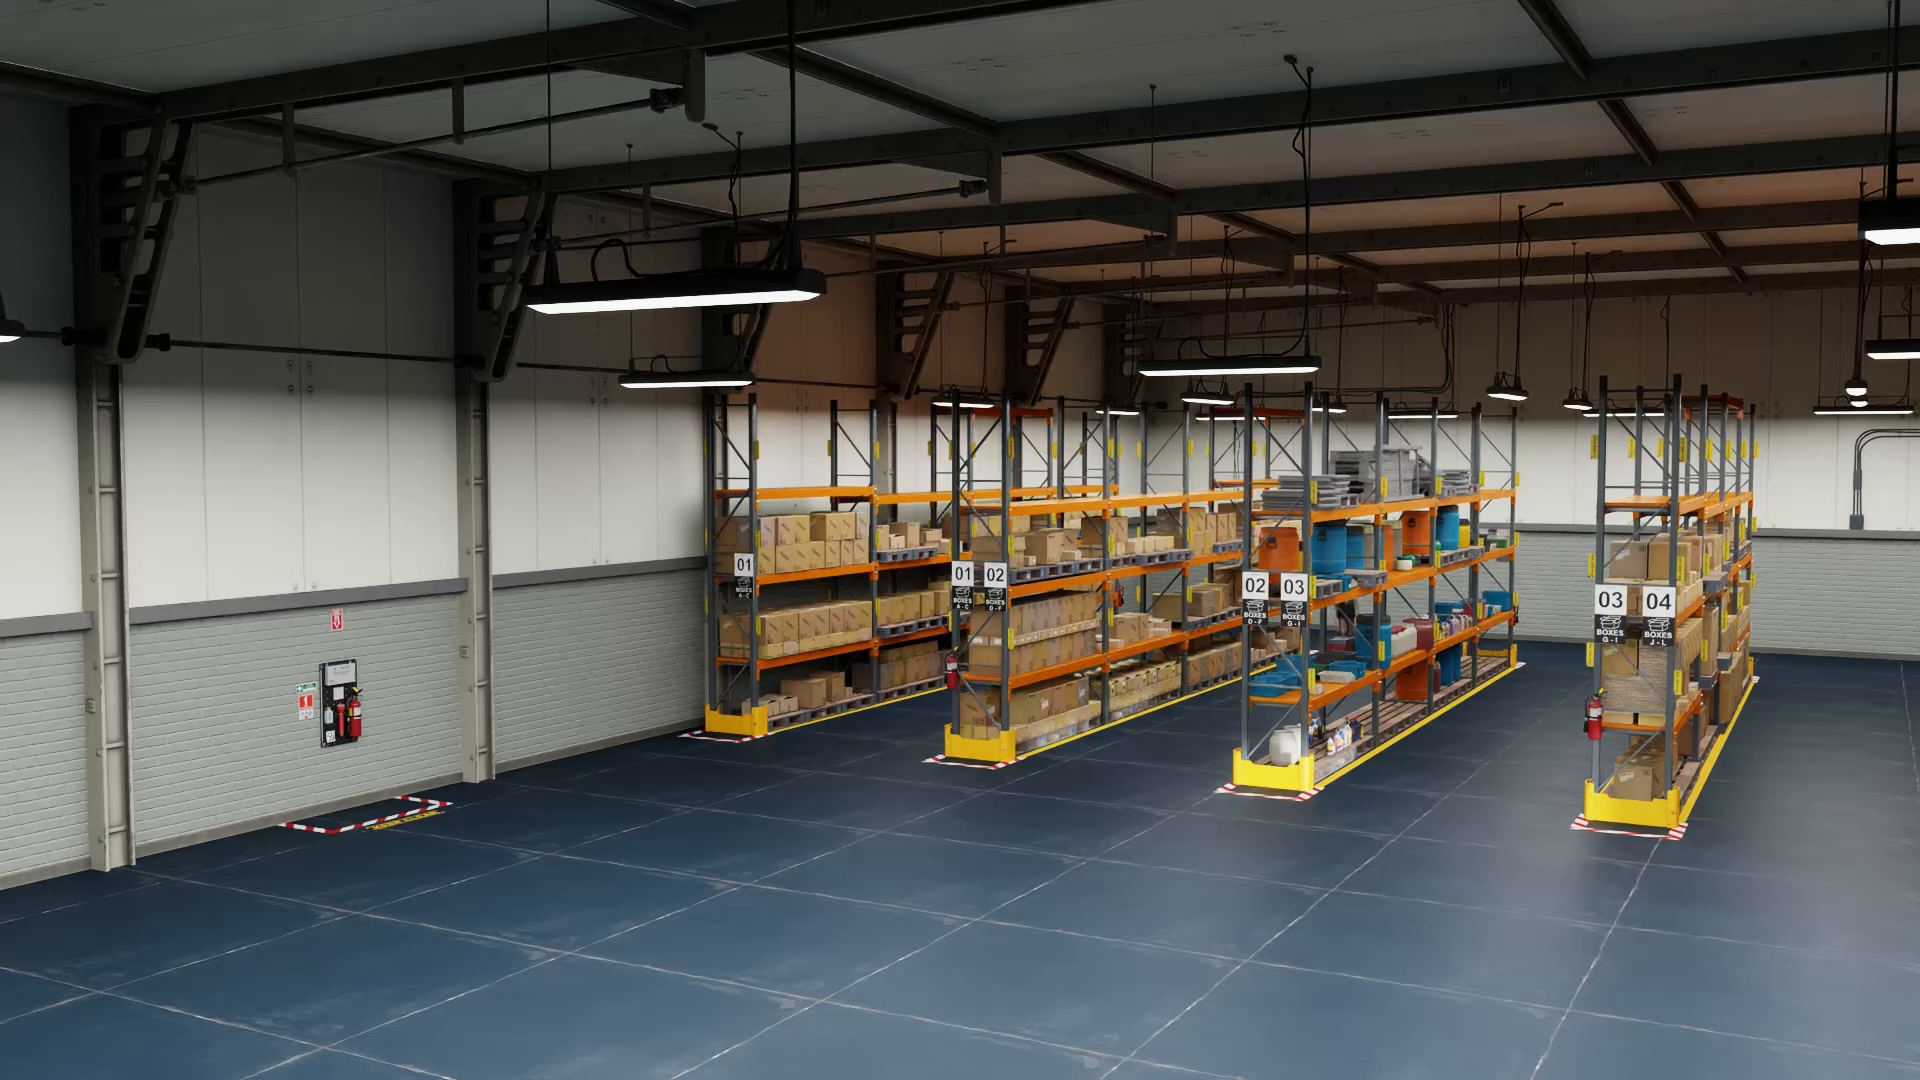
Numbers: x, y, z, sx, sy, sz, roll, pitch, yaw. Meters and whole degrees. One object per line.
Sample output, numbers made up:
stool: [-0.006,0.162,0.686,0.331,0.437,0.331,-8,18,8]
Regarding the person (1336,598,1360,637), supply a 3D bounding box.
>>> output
person: [9.523,1.944,40.816,0.542,1.658,1.062,0,3,8]
